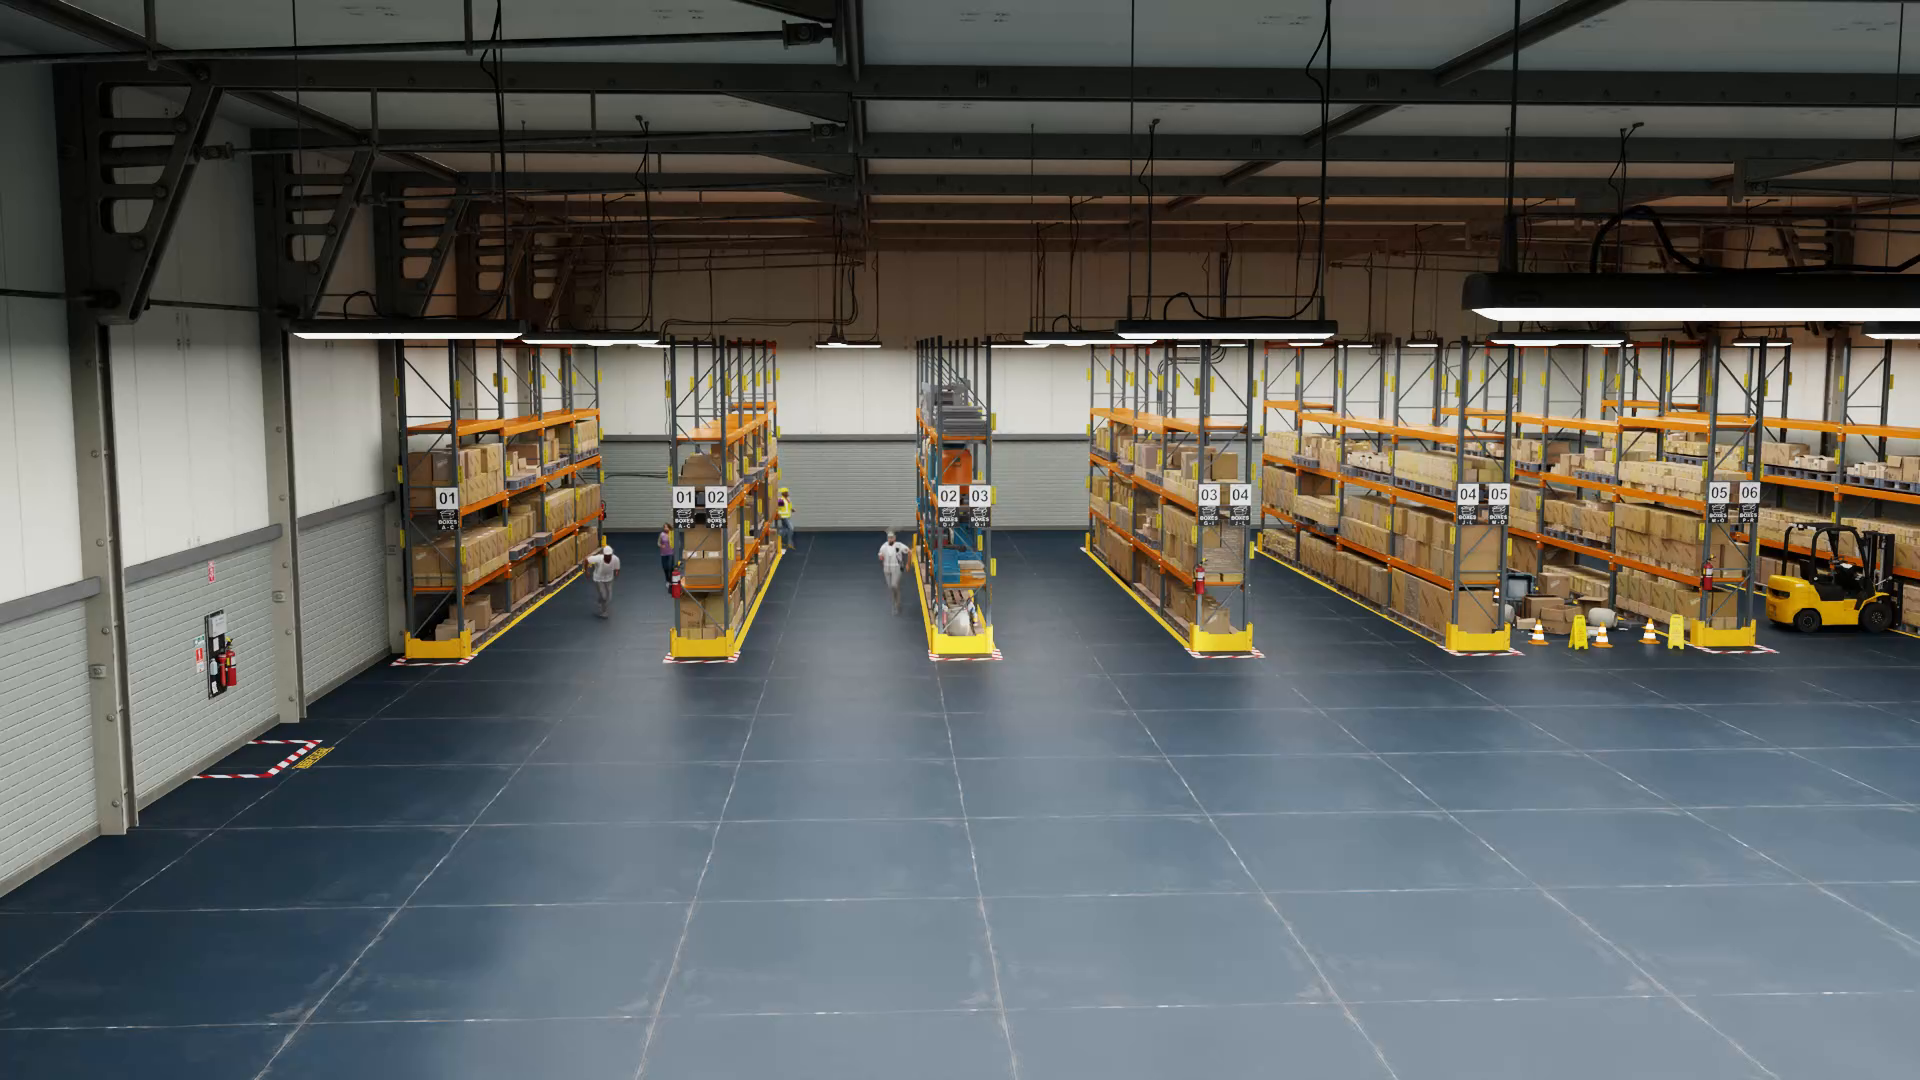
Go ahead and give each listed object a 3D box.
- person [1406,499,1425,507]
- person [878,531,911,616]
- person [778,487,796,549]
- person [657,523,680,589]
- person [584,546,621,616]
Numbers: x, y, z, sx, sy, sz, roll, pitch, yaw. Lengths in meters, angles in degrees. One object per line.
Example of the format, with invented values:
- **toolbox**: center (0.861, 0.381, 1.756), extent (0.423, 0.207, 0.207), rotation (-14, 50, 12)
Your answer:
- **person**: center (13.508, -0.791, 49.496), extent (0.877, 1.813, 0.695), rotation (1, 7, 5)
- **person**: center (-1.440, 0.692, 36.186), extent (0.680, 1.817, 0.845), rotation (2, 7, 21)
- **person**: center (-5.102, -0.618, 48.349), extent (0.737, 1.832, 0.736), rotation (2, 7, 17)
- **person**: center (-7.031, 0.382, 40.049), extent (0.508, 1.604, 0.667), rotation (0, 6, 2)
- **person**: center (-7.653, 0.896, 35.630), extent (0.735, 1.578, 0.838), rotation (-4, 7, -30)
